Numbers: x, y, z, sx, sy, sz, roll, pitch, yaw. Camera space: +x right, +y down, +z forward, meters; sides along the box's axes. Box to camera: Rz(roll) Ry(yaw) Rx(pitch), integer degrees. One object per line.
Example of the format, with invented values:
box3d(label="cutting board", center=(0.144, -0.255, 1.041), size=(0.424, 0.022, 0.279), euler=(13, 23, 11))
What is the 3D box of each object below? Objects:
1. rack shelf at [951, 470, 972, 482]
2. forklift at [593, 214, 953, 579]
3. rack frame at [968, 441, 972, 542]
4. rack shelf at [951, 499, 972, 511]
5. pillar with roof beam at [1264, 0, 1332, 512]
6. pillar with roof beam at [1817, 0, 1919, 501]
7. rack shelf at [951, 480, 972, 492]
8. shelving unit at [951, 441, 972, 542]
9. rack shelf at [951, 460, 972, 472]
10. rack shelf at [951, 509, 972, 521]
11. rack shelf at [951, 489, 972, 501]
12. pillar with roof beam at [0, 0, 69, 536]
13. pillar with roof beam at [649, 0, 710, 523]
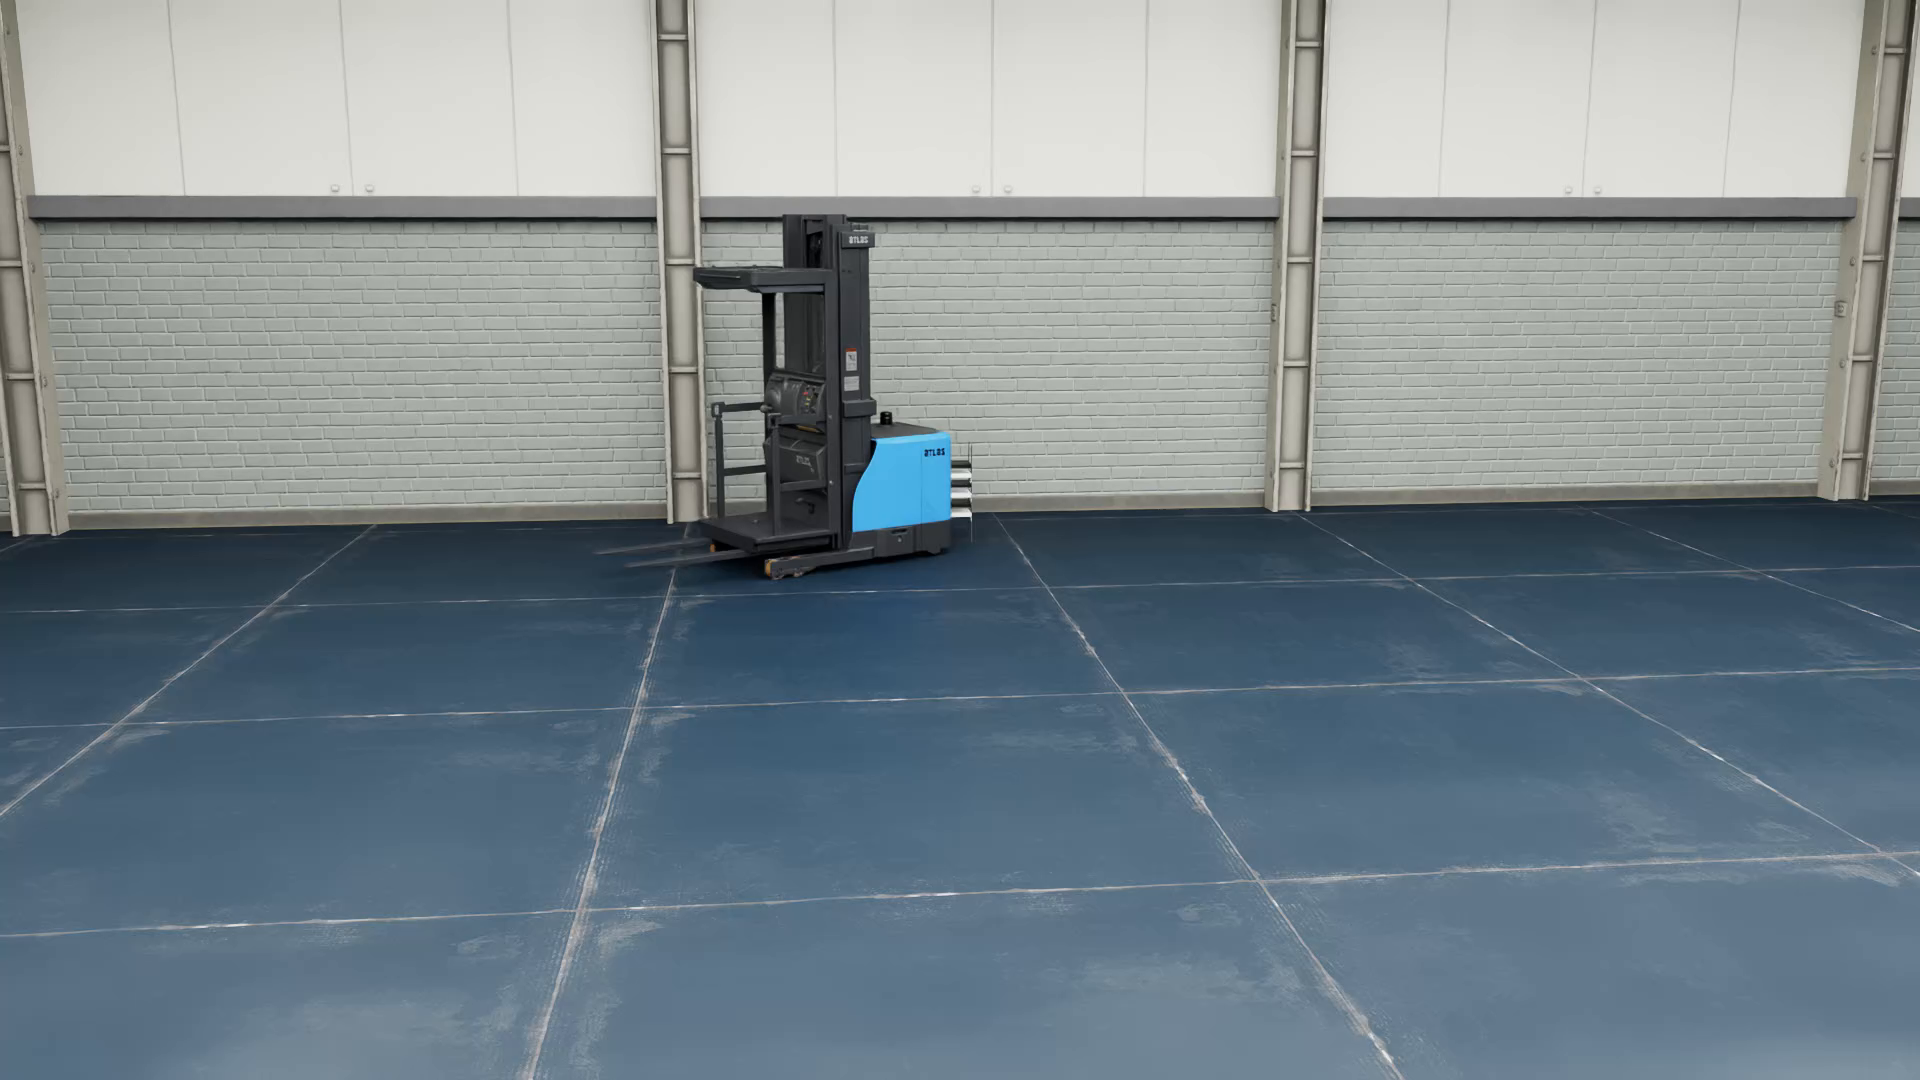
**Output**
box3d(label="rack shelf", center=(-0.008, -0.585, 15.134), size=(0.200, 0.077, 0.258), euler=(-1, 11, -6))
box3d(label="forklift", center=(-1.563, -1.231, 13.912), size=(3.031, 2.935, 1.130), euler=(-8, 14, -34))
box3d(label="rack frame", center=(0.093, -0.443, 15.173), size=(0.006, 0.900, 0.240), euler=(-1, 11, -6))
box3d(label="rack shelf", center=(-0.008, -0.320, 15.186), size=(0.200, 0.077, 0.258), euler=(-1, 11, -6))
box3d(label="pillar with roof beam", center=(3.783, -3.908, 11.803), size=(0.400, 9.000, 9.100), euler=(-1, 11, -6))
box3d(label="pillar with roof beam", center=(9.748, -4.033, 12.439), size=(0.400, 9.000, 9.100), euler=(-1, 11, -6))
box3d(label="rack shelf", center=(-0.008, -0.497, 15.151), size=(0.200, 0.077, 0.258), euler=(-1, 11, -6))
box3d(label="shelving unit", center=(-0.008, -0.441, 15.162), size=(0.210, 0.900, 0.258), euler=(-1, 11, -6))
box3d(label="rack shelf", center=(-0.008, -0.674, 15.117), size=(0.200, 0.077, 0.258), euler=(-1, 11, -6))
box3d(label="rack shelf", center=(-0.008, -0.232, 15.203), size=(0.200, 0.077, 0.258), euler=(-1, 11, -6))
box3d(label="rack shelf", center=(-0.008, -0.409, 15.169), size=(0.200, 0.077, 0.258), euler=(-1, 11, -6))
box3d(label="pillar with roof beam", center=(-8.147, -3.658, 10.531), size=(0.400, 9.000, 9.100), euler=(-1, 11, -6))
box3d(label="pillar with roof beam", center=(-2.182, -3.783, 11.167), size=(0.400, 9.000, 9.100), euler=(-1, 11, -6))
